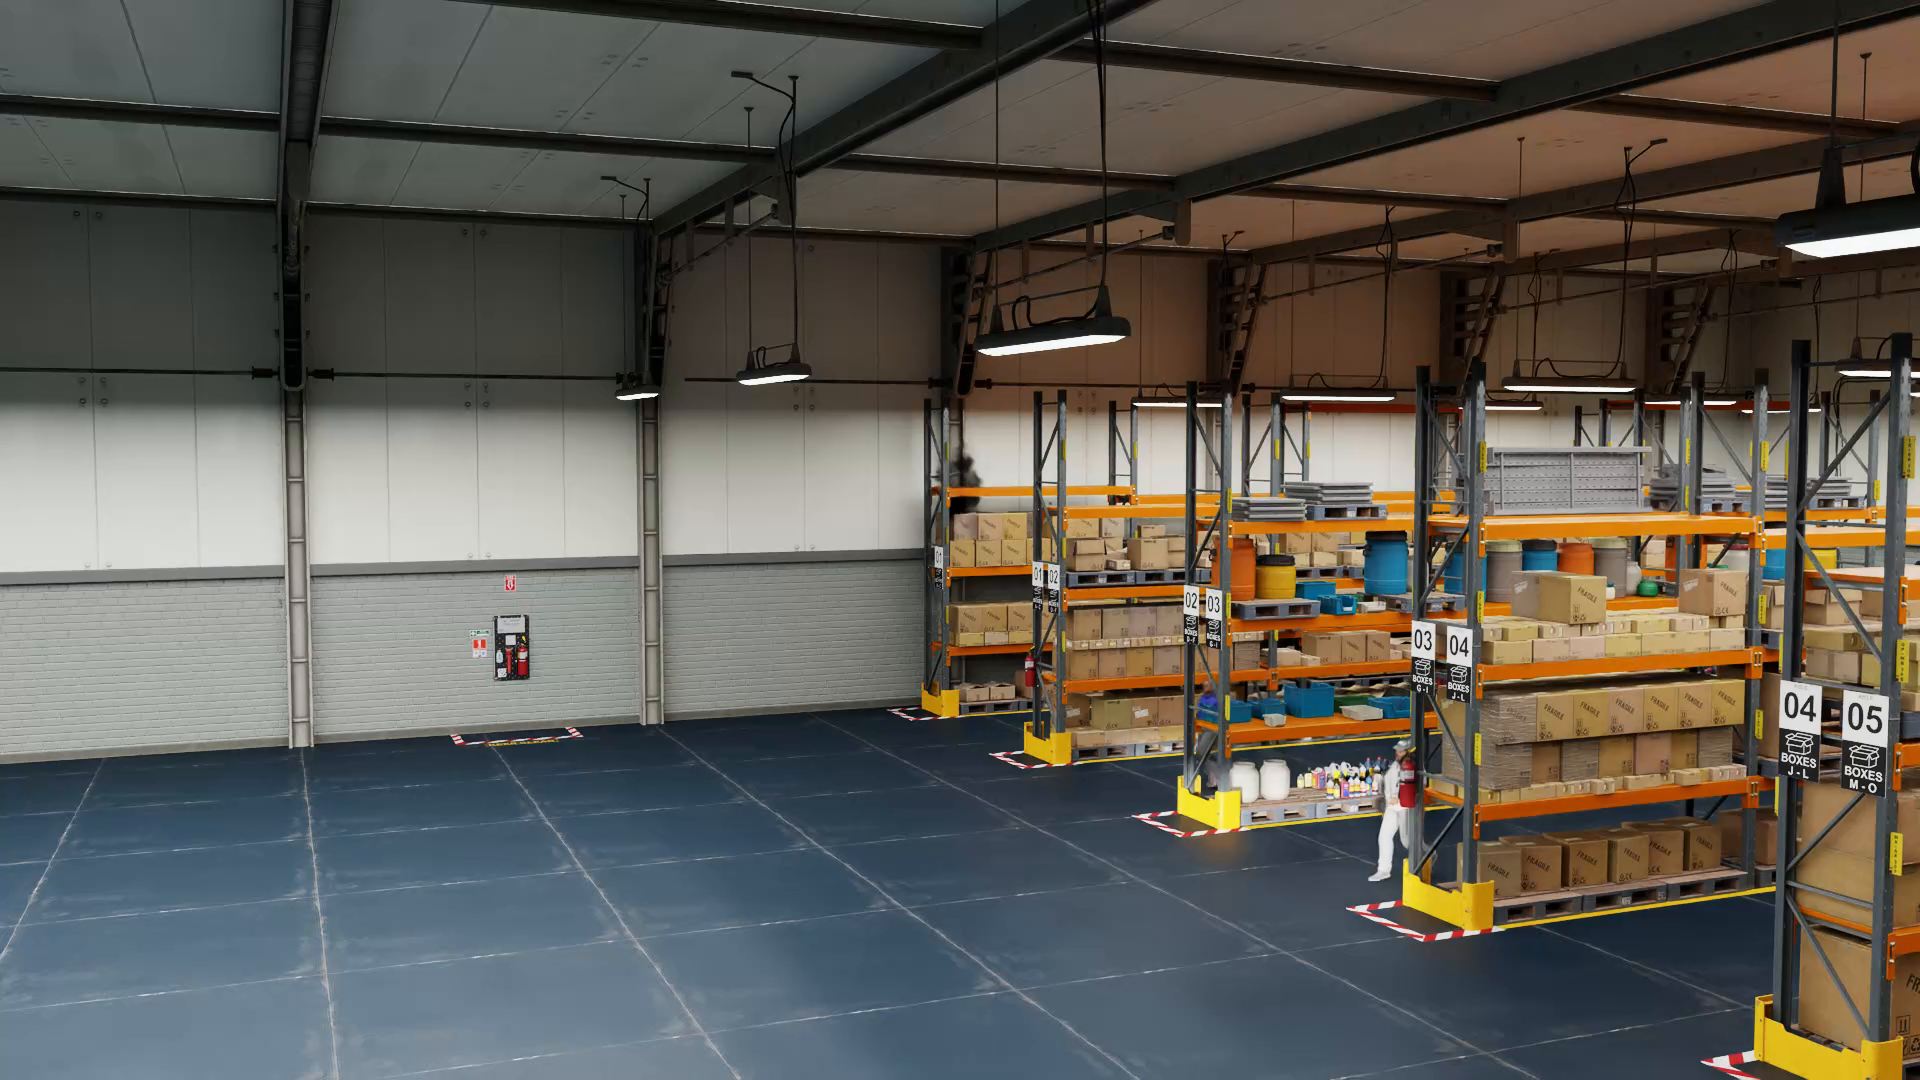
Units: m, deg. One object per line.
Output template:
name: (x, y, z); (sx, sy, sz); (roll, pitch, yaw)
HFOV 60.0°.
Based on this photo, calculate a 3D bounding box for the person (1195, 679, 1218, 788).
person: (3.683, 2.880, 24.768); (0.649, 1.628, 0.549); (-2, 4, -29)

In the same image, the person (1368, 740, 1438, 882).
person: (5.238, 3.186, 19.640); (0.898, 1.660, 0.643); (-2, 4, -25)
